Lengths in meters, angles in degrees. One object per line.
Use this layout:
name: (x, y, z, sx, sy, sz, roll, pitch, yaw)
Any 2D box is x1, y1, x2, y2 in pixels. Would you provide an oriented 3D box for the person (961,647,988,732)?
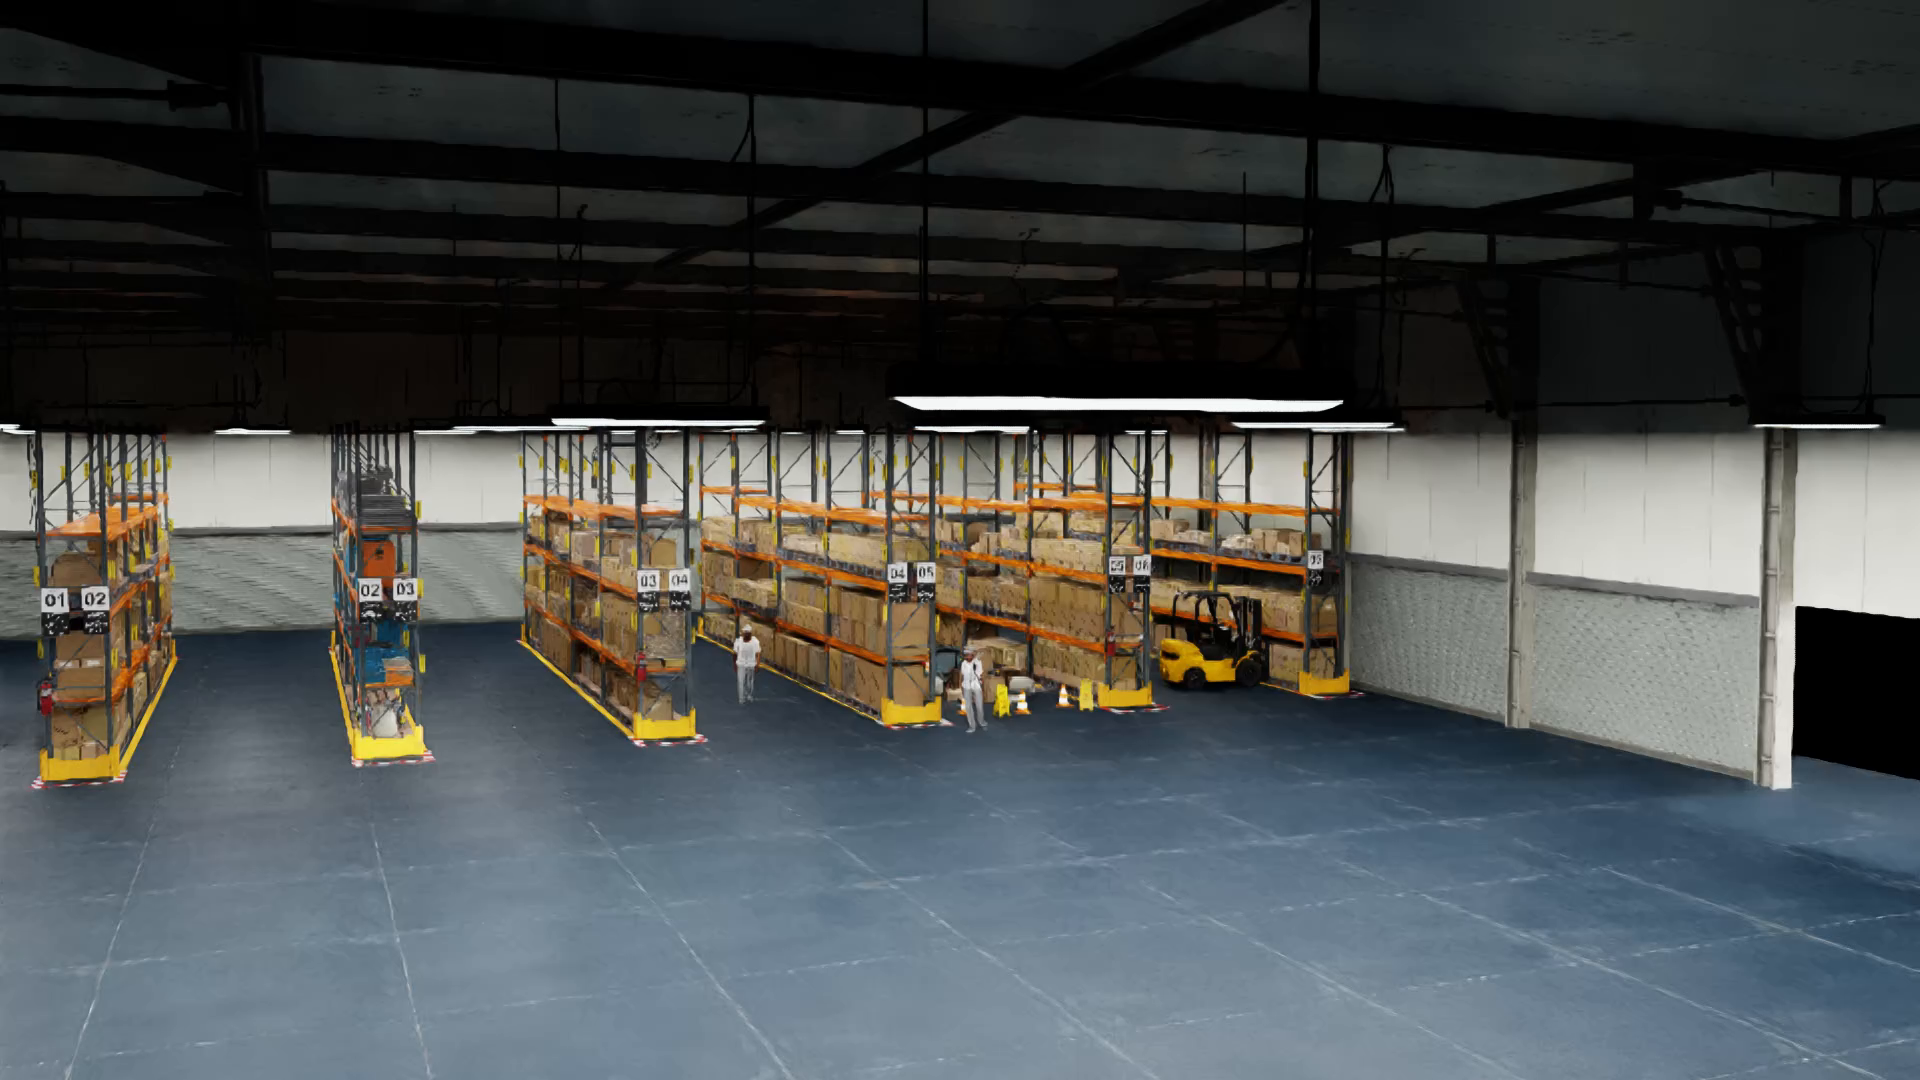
person: (0.281, 2.877, 32.307, 0.520, 1.663, 0.548, 1, 4, 14)

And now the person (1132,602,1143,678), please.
person: (4.179, 2.357, 39.457, 0.576, 1.768, 0.626, 1, 4, 9)

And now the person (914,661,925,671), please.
person: (-1.083, 2.330, 39.804, 0.549, 1.784, 0.646, 0, 4, 7)

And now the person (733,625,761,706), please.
person: (-4.529, 2.646, 35.423, 0.571, 1.706, 1.043, -1, 4, -13)
